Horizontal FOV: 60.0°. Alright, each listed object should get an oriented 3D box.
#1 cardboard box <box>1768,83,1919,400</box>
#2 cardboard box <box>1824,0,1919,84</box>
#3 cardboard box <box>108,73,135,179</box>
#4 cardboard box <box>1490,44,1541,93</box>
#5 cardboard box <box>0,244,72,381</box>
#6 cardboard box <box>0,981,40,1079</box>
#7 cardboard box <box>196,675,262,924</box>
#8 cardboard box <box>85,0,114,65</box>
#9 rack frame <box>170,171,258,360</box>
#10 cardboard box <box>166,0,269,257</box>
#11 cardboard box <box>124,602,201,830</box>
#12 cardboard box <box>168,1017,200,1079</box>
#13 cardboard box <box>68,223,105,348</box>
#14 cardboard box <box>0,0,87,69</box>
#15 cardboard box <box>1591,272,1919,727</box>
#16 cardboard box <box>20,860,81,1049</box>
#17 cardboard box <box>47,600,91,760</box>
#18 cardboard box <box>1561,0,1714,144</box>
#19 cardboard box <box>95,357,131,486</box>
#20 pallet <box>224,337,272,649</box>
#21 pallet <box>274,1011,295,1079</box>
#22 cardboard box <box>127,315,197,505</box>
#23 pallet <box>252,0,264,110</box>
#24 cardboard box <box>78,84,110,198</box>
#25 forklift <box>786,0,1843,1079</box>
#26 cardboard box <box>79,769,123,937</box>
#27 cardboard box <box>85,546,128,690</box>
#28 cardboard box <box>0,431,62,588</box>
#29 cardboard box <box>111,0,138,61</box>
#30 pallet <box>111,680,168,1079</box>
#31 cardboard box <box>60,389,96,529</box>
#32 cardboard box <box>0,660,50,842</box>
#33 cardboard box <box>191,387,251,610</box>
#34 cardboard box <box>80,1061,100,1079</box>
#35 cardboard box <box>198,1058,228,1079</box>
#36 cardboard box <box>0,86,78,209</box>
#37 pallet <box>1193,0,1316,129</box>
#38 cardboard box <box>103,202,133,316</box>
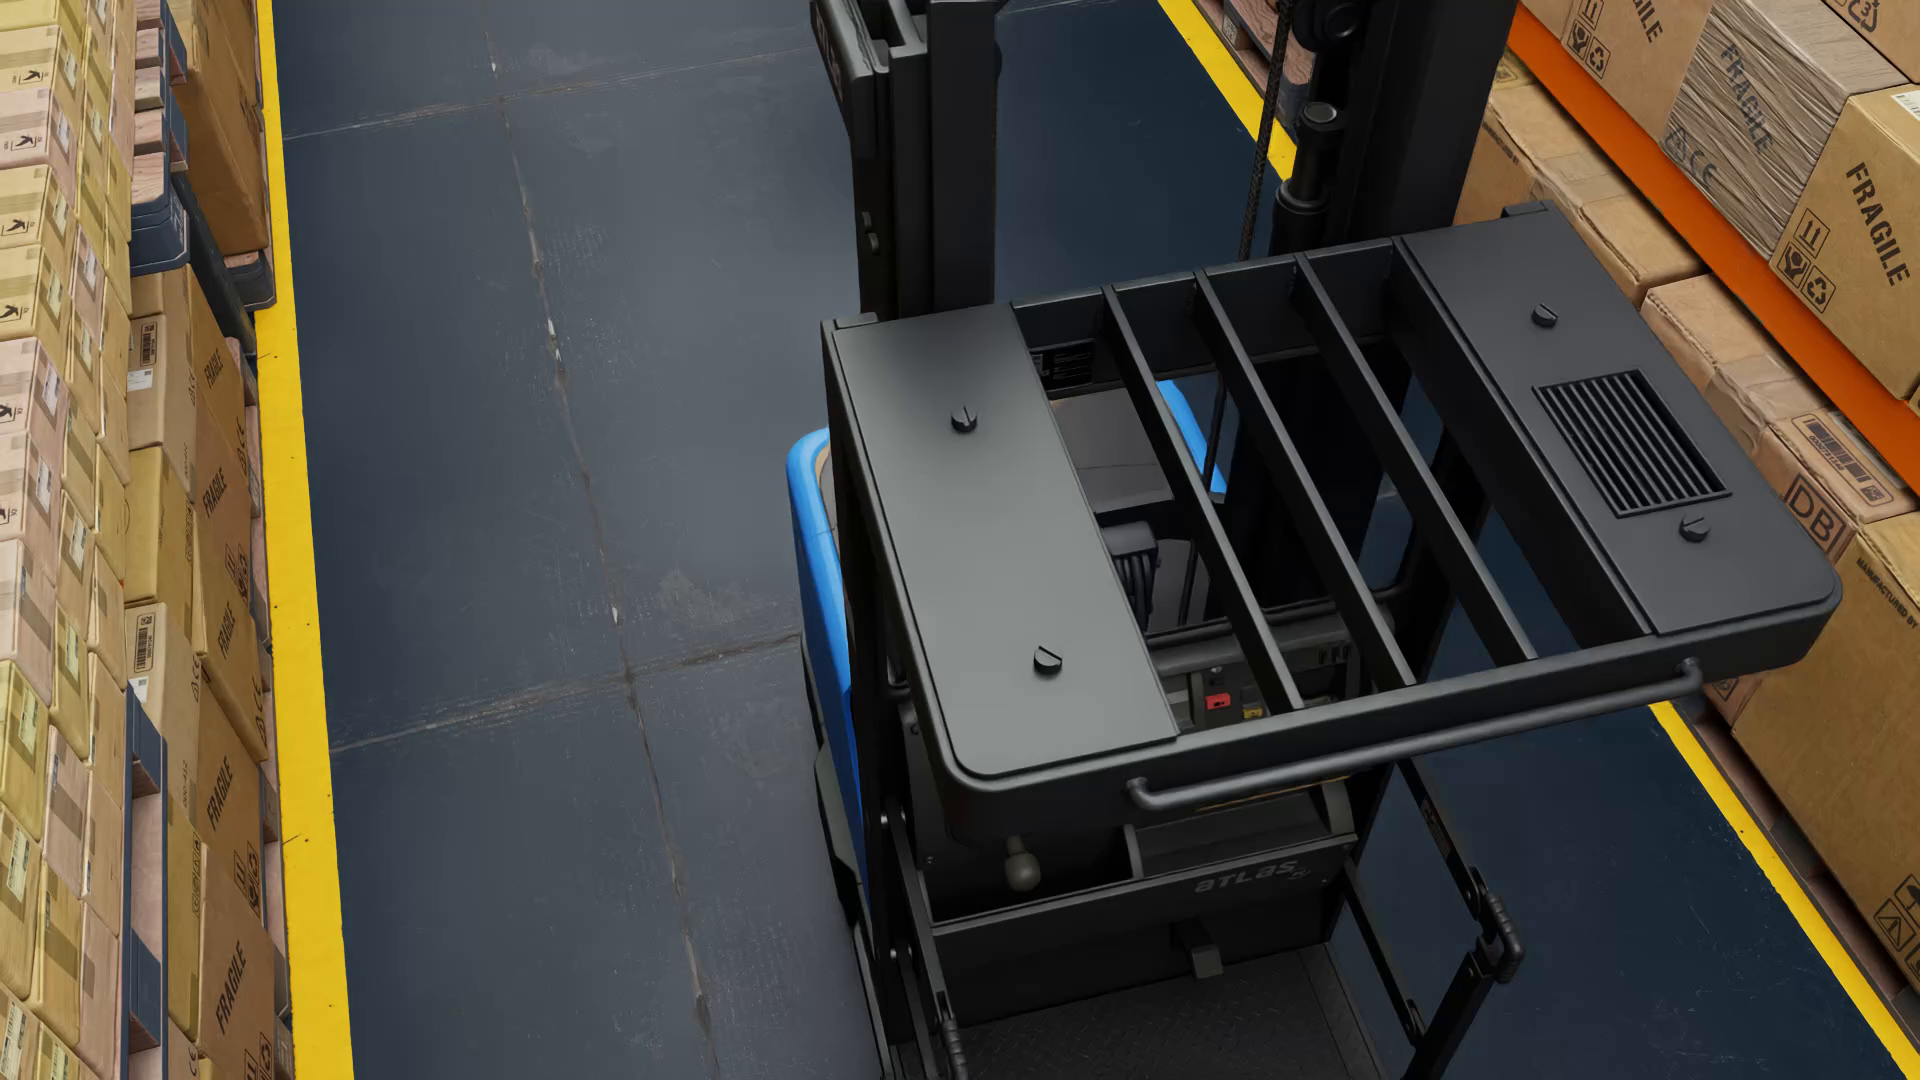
[{"bbox_3d":[2.311,-0.716,3.827,0.500,0.500,0.500,-14,51,-11],"label":"cardboard box"},{"bbox_3d":[2.423,-1.436,3.777,0.797,0.503,0.637,-12,51,-10],"label":"cardboard box"},{"bbox_3d":[-2.207,-0.964,3.990,0.380,0.149,0.250,-13,51,-10],"label":"cardboard box"},{"bbox_3d":[2.012,-1.524,5.688,1.225,0.875,0.875,-15,52,-13],"label":"cardboard box"},{"bbox_3d":[-1.901,-0.392,3.119,0.380,0.149,0.250,-12,51,-10],"label":"cardboard box"},{"bbox_3d":[-1.435,0.749,2.158,0.380,0.149,0.250,-11,51,-9],"label":"cardboard box"},{"bbox_3d":[-2.048,0.692,4.065,0.500,0.500,0.500,-13,51,-10],"label":"cardboard box"},{"bbox_3d":[-2.279,-1.233,4.022,0.380,0.149,0.250,-12,51,-10],"label":"cardboard box"},{"bbox_3d":[-2.940,-1.535,4.582,1.000,3.000,0.127,-13,51,-11],"label":"rack frame"},{"bbox_3d":[-3.034,-1.410,5.674,1.050,0.750,0.750,-14,51,-11],"label":"cardboard box"},{"bbox_3d":[-2.030,0.454,3.775,0.500,0.250,0.500,-12,51,-10],"label":"cardboard box"},{"bbox_3d":[-1.724,1.216,3.133,0.500,0.250,0.500,-15,52,-13],"label":"cardboard box"},{"bbox_3d":[-1.976,-0.486,3.393,0.380,0.149,0.250,-12,51,-10],"label":"cardboard box"},{"bbox_3d":[-2.208,-1.152,3.759,0.380,0.149,0.250,-12,51,-10],"label":"cardboard box"},{"bbox_3d":[2.537,-0.227,4.595,1.225,0.875,0.875,-15,51,-12],"label":"cardboard box"},{"bbox_3d":[-1.513,0.656,2.430,0.380,0.149,0.250,-14,51,-12],"label":"cardboard box"},{"bbox_3d":[-1.667,0.277,2.749,0.380,0.149,0.250,-15,52,-13],"label":"cardboard box"},{"bbox_3d":[2.021,-1.449,4.444,0.500,0.500,0.500,-14,51,-12],"label":"cardboard box"},{"bbox_3d":[-1.897,-0.197,3.344,0.380,0.149,0.250,-15,52,-13],"label":"cardboard box"},{"bbox_3d":[-2.711,-0.065,5.167,1.003,0.211,1.213,-13,51,-11],"label":"pallet"},{"bbox_3d":[-1.989,1.717,3.664,1.003,0.211,1.213,-13,51,-11],"label":"pallet"},{"bbox_3d":[-2.328,-0.300,4.411,0.500,0.250,0.500,-13,51,-10],"label":"cardboard box"},{"bbox_3d":[-3.459,-2.119,6.898,1.003,0.211,1.213,-13,51,-11],"label":"pallet"},{"bbox_3d":[-2.125,-0.858,3.707,0.380,0.149,0.250,-13,51,-11],"label":"cardboard box"},{"bbox_3d":[0.410,0.493,2.917,1.130,2.935,3.031,-11,51,-9],"label":"forklift"},{"bbox_3d":[-1.592,0.556,2.709,0.380,0.149,0.250,-13,51,-11],"label":"cardboard box"},{"bbox_3d":[-1.741,0.186,3.021,0.380,0.149,0.250,-15,52,-13],"label":"cardboard box"},{"bbox_3d":[-1.744,-0.011,2.798,0.380,0.149,0.250,-14,51,-11],"label":"cardboard box"},{"bbox_3d":[-2.355,-1.333,4.302,0.380,0.149,0.250,-13,51,-10],"label":"cardboard box"},{"bbox_3d":[-1.844,0.857,2.691,1.003,0.211,1.213,-13,51,-11],"label":"pallet"},{"bbox_3d":[-1.827,-0.113,3.078,0.380,0.149,0.250,-14,51,-12],"label":"cardboard box"},{"bbox_3d":[-1.596,0.359,2.486,0.380,0.149,0.250,-13,51,-11],"label":"cardboard box"},{"bbox_3d":[-2.346,-0.063,4.702,0.500,0.500,0.500,-11,51,-10],"label":"cardboard box"},{"bbox_3d":[-1.435,0.940,2.385,0.380,0.149,0.250,-16,52,-13],"label":"cardboard box"},{"bbox_3d":[-1.723,1.457,3.420,0.500,0.500,0.500,-12,51,-10],"label":"cardboard box"},{"bbox_3d":[-2.060,-0.780,3.446,0.380,0.149,0.250,-13,51,-11],"label":"cardboard box"},{"bbox_3d":[1.598,-2.255,7.013,1.003,0.211,1.213,-13,51,-11],"label":"pallet"},{"bbox_3d":[-2.056,-0.584,3.670,0.380,0.149,0.250,-15,52,-13],"label":"cardboard box"}]
